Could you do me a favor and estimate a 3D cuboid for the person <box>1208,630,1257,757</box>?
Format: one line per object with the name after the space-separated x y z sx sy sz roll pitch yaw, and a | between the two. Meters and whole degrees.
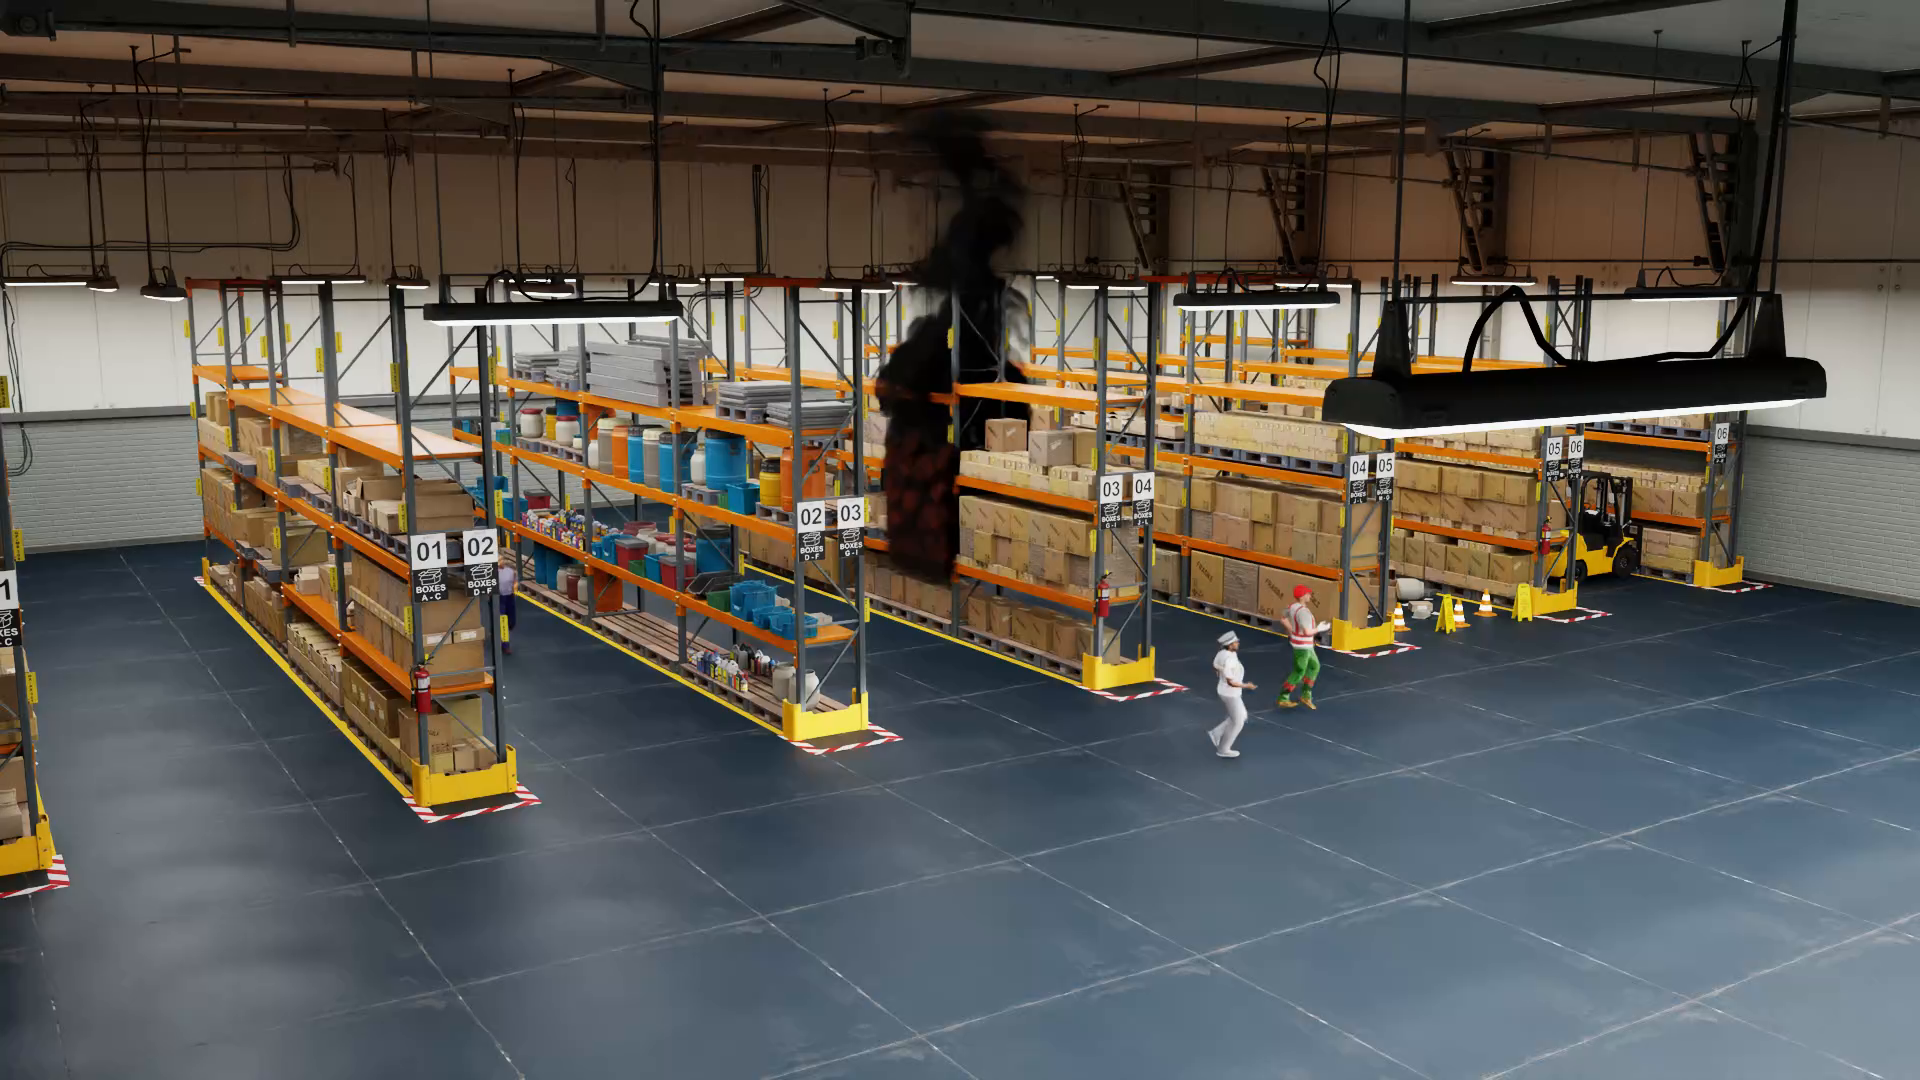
3.498 1.967 21.324 0.568 1.653 0.570 0 10 -2 | person

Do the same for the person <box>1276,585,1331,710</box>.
4.845 1.538 23.500 0.720 1.839 0.631 1 10 3 | person

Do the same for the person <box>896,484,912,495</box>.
-1.401 -1.529 42.010 0.530 1.693 0.747 3 10 19 | person

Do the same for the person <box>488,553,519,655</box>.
-7.465 1.017 27.105 0.620 1.613 0.769 -8 12 -39 | person
